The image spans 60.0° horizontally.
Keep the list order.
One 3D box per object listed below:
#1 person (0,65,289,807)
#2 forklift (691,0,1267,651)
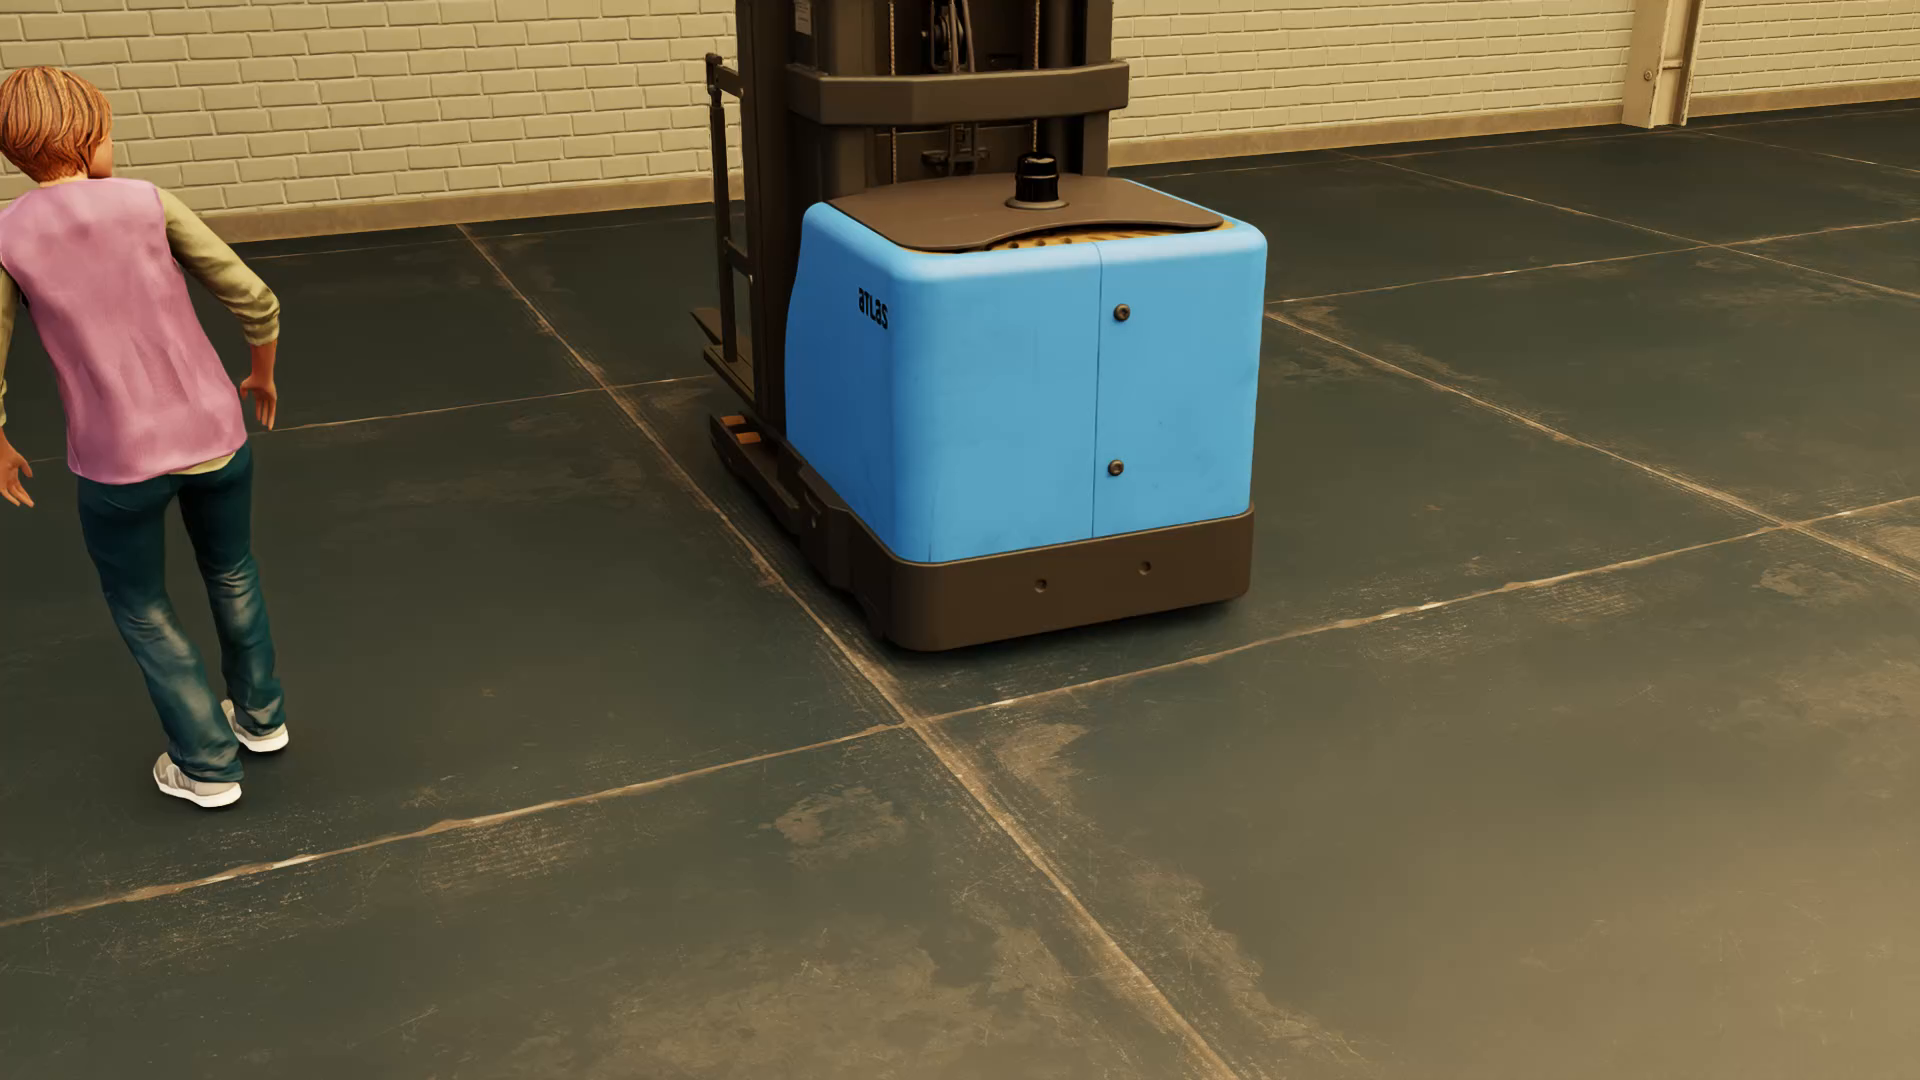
[{"bbox_3d":[-1.743,-0.186,3.513,0.617,1.576,0.451,-18,29,-37],"label":"person"},{"bbox_3d":[-0.218,-1.604,5.147,1.130,2.935,3.031,-9,24,-20],"label":"forklift"}]
